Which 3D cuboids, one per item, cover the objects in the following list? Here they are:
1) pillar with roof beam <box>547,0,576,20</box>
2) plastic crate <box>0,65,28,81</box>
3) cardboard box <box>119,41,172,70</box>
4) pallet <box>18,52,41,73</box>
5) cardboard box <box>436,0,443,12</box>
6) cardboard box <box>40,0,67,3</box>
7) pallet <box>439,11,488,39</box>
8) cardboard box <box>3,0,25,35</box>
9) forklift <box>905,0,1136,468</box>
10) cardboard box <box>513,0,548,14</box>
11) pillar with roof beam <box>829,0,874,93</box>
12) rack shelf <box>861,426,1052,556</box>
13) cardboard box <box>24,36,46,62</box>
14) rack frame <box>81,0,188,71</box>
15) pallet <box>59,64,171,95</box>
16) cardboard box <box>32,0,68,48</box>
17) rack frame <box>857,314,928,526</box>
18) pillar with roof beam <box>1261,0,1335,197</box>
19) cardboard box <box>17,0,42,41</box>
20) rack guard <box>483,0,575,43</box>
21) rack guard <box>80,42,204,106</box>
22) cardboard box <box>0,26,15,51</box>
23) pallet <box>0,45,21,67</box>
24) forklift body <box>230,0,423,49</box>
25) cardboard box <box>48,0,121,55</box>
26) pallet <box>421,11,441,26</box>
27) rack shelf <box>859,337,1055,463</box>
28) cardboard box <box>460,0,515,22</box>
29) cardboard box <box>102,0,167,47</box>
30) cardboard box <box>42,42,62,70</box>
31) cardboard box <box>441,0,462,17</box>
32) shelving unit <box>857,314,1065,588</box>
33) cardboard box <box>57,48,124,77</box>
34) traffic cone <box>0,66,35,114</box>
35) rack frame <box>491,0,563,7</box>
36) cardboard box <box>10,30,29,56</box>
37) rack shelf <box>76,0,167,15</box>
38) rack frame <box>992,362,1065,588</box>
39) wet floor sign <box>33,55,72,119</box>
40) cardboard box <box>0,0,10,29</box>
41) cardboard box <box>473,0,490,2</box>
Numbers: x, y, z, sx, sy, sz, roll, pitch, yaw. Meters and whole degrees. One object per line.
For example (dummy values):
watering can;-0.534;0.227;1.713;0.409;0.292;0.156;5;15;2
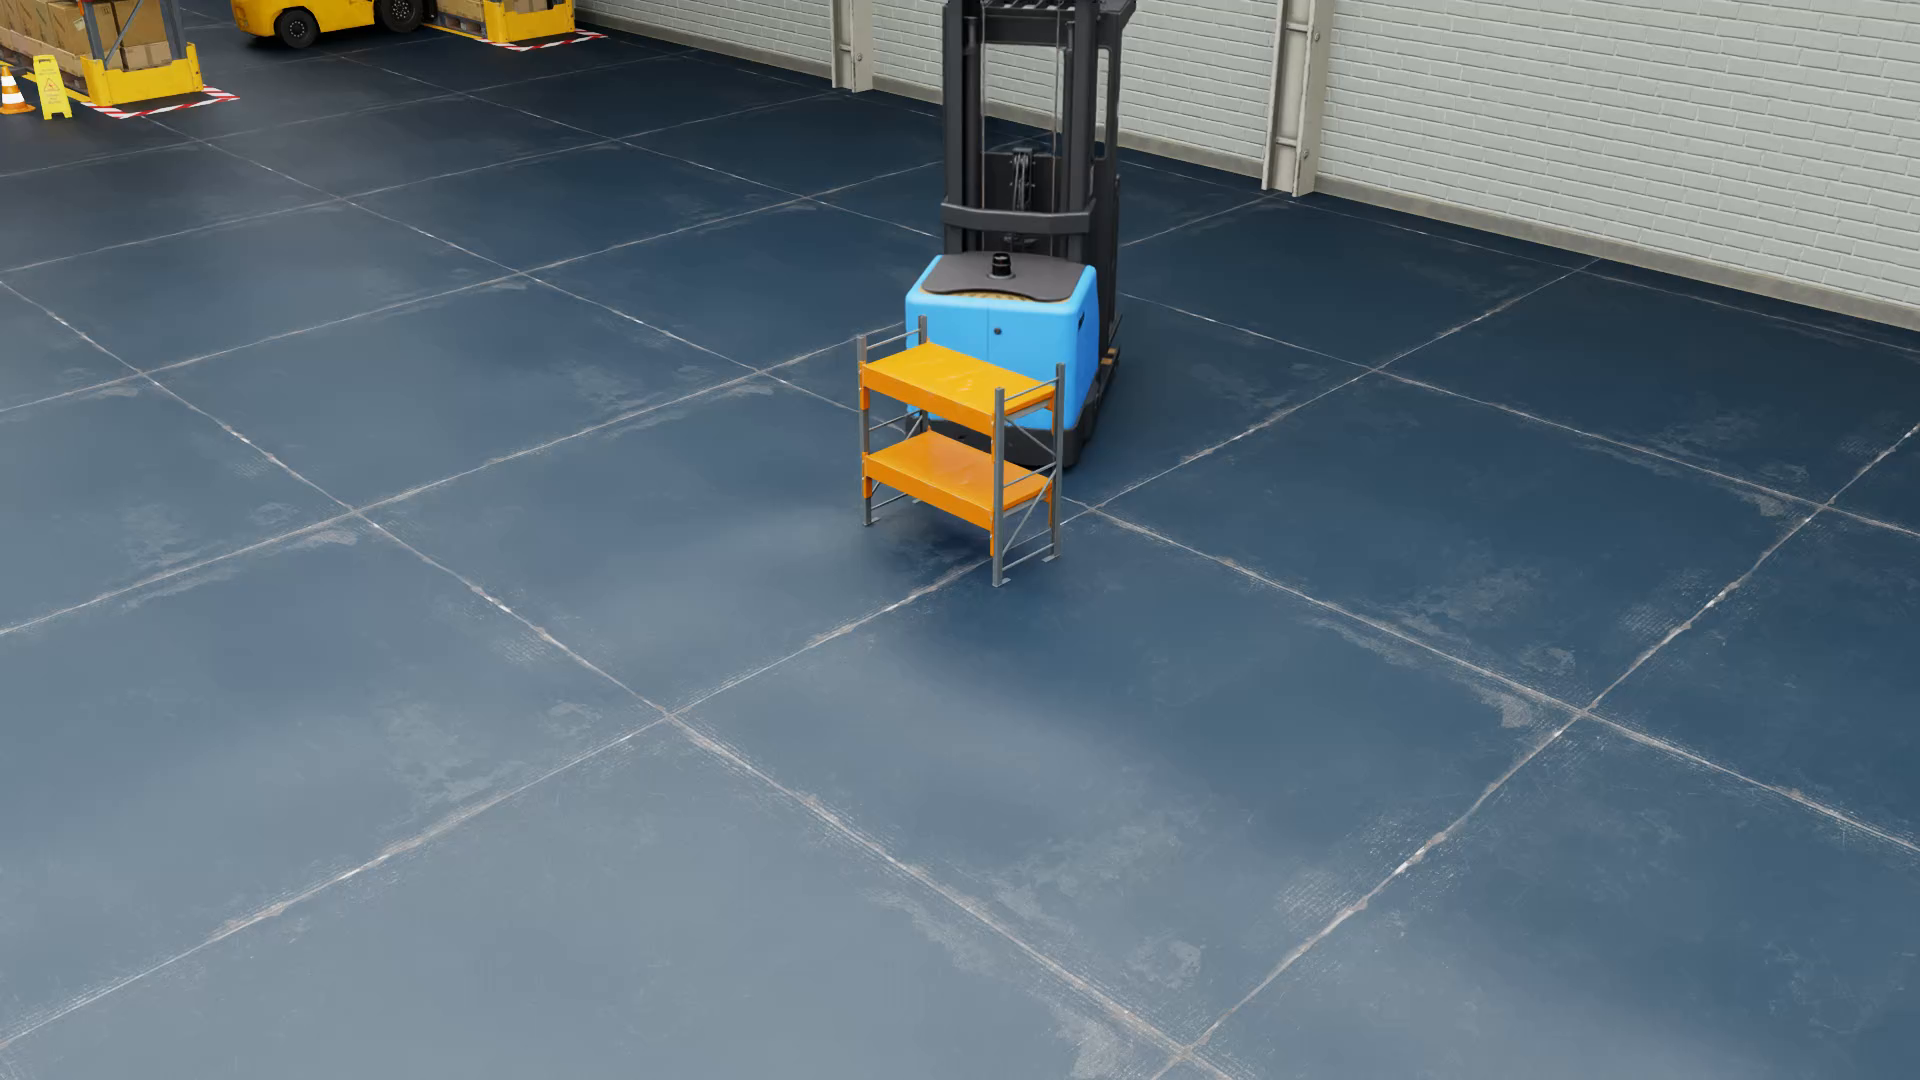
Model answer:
pillar with roof beam;-8.527;-9.725;18.076;0.400;9.000;9.100;25;36;38
plastic crate;-11.429;-5.552;19.723;0.583;0.080;0.402;12;30;22
cardboard box;-9.503;-5.647;19.270;0.500;0.250;0.500;24;36;38
pallet;-10.596;-5.789;20.032;1.213;0.211;1.003;25;36;38
cardboard box;-6.899;-7.321;22.453;0.500;0.250;0.500;-25;37;-39
cardboard box;-10.184;-6.184;18.788;0.380;0.149;0.250;-24;36;-38
pallet;-6.219;-6.973;22.285;1.213;0.211;1.003;25;36;38
cardboard box;-10.984;-6.307;19.719;0.500;0.500;0.500;-23;35;-37
forklift;0.487;-2.394;10.653;1.130;2.935;3.031;6;28;11
cardboard box;-5.857;-7.166;22.158;0.500;0.250;0.500;25;37;39
pillar with roof beam;-4.249;-7.767;14.352;0.400;9.000;9.100;25;36;38
rack shelf;-0.005;-0.284;9.106;1.000;0.278;0.538;25;36;38
cardboard box;-10.627;-5.807;19.575;0.500;0.250;0.500;23;35;37
rack frame;-9.122;-6.323;18.053;0.127;3.000;1.000;25;36;38
pallet;-9.730;-5.391;19.276;1.213;0.211;1.003;25;36;38
cardboard box;-10.250;-5.968;19.075;0.500;0.500;0.500;-24;36;-37
rack frame;-0.367;-0.666;9.308;0.032;1.125;0.500;25;36;38
pillar with roof beam;0.030;-5.809;10.629;0.400;9.000;9.100;25;36;38
cardboard box;-10.605;-6.135;19.392;0.500;0.500;0.500;24;36;37
rack guard;-5.627;-6.858;21.755;0.348;0.500;1.175;25;36;38
rack guard;-9.176;-5.242;18.682;0.348;0.500;1.175;25;36;38
cardboard box;-11.354;-6.145;20.217;0.500;0.250;0.500;-23;35;-36
pallet;-11.470;-6.187;20.790;1.213;0.211;1.003;25;36;38
forklift body;-8.275;-7.610;21.411;1.214;2.155;2.313;25;36;38
cardboard box;-9.876;-5.799;18.753;0.500;0.500;0.500;25;37;39
pallet;-7.085;-7.371;23.042;1.213;0.211;1.003;25;36;38
rack shelf;-0.005;-0.759;8.856;1.000;0.278;0.538;25;36;38
cardboard box;-6.201;-6.989;21.822;0.500;0.250;0.500;25;37;39
cardboard box;-9.520;-5.987;19.110;0.500;0.500;0.500;23;36;37
cardboard box;-10.250;-5.638;19.253;0.500;0.250;0.500;25;37;39
cardboard box;-6.549;-7.155;22.137;0.500;0.250;0.500;25;36;38
shelving unit;-0.005;-0.500;8.992;1.048;1.125;0.538;25;36;38
cardboard box;-9.904;-5.475;18.942;0.500;0.250;0.500;24;36;38
traffic cone;-10.333;-4.913;18.096;0.334;0.463;0.336;25;36;38
rack frame;-5.644;-7.972;21.188;0.127;3.000;1.000;25;36;38
cardboard box;-10.974;-5.973;19.889;0.500;0.250;0.500;24;36;38
rack shelf;-10.548;-6.658;19.461;4.000;0.370;1.077;25;36;38
rack frame;0.358;-0.334;8.677;0.032;1.125;0.500;25;36;38
wet floor sign;-9.736;-4.864;17.808;0.267;0.644;0.232;-13;30;-22
cardboard box;-11.352;-6.477;20.041;0.500;0.500;0.500;-24;36;-37
cardboard box;-6.210;-7.217;21.719;0.500;0.250;0.500;24;36;38
